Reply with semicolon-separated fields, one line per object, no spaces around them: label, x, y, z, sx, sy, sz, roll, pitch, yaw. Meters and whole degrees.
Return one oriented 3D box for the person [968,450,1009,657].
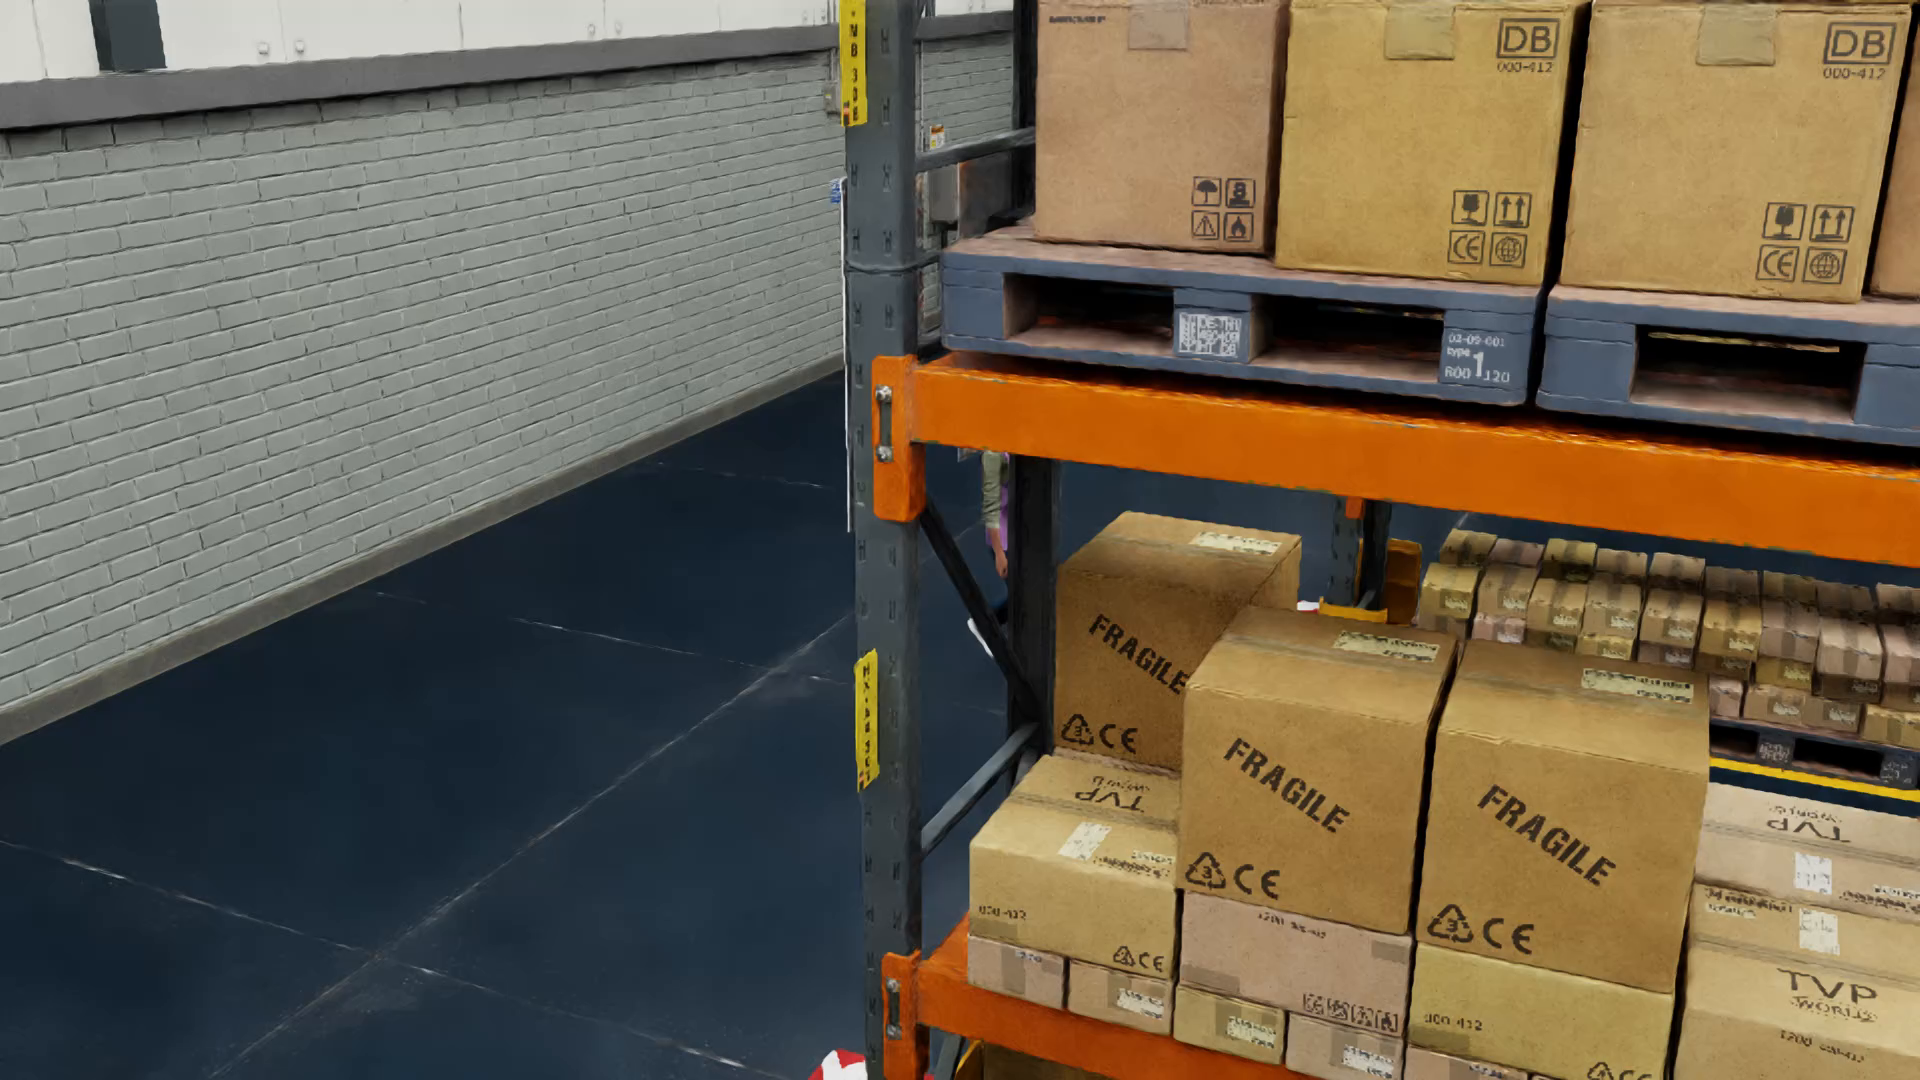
person;0.298;0.015;8.487;0.665;1.586;0.438;9;21;24
